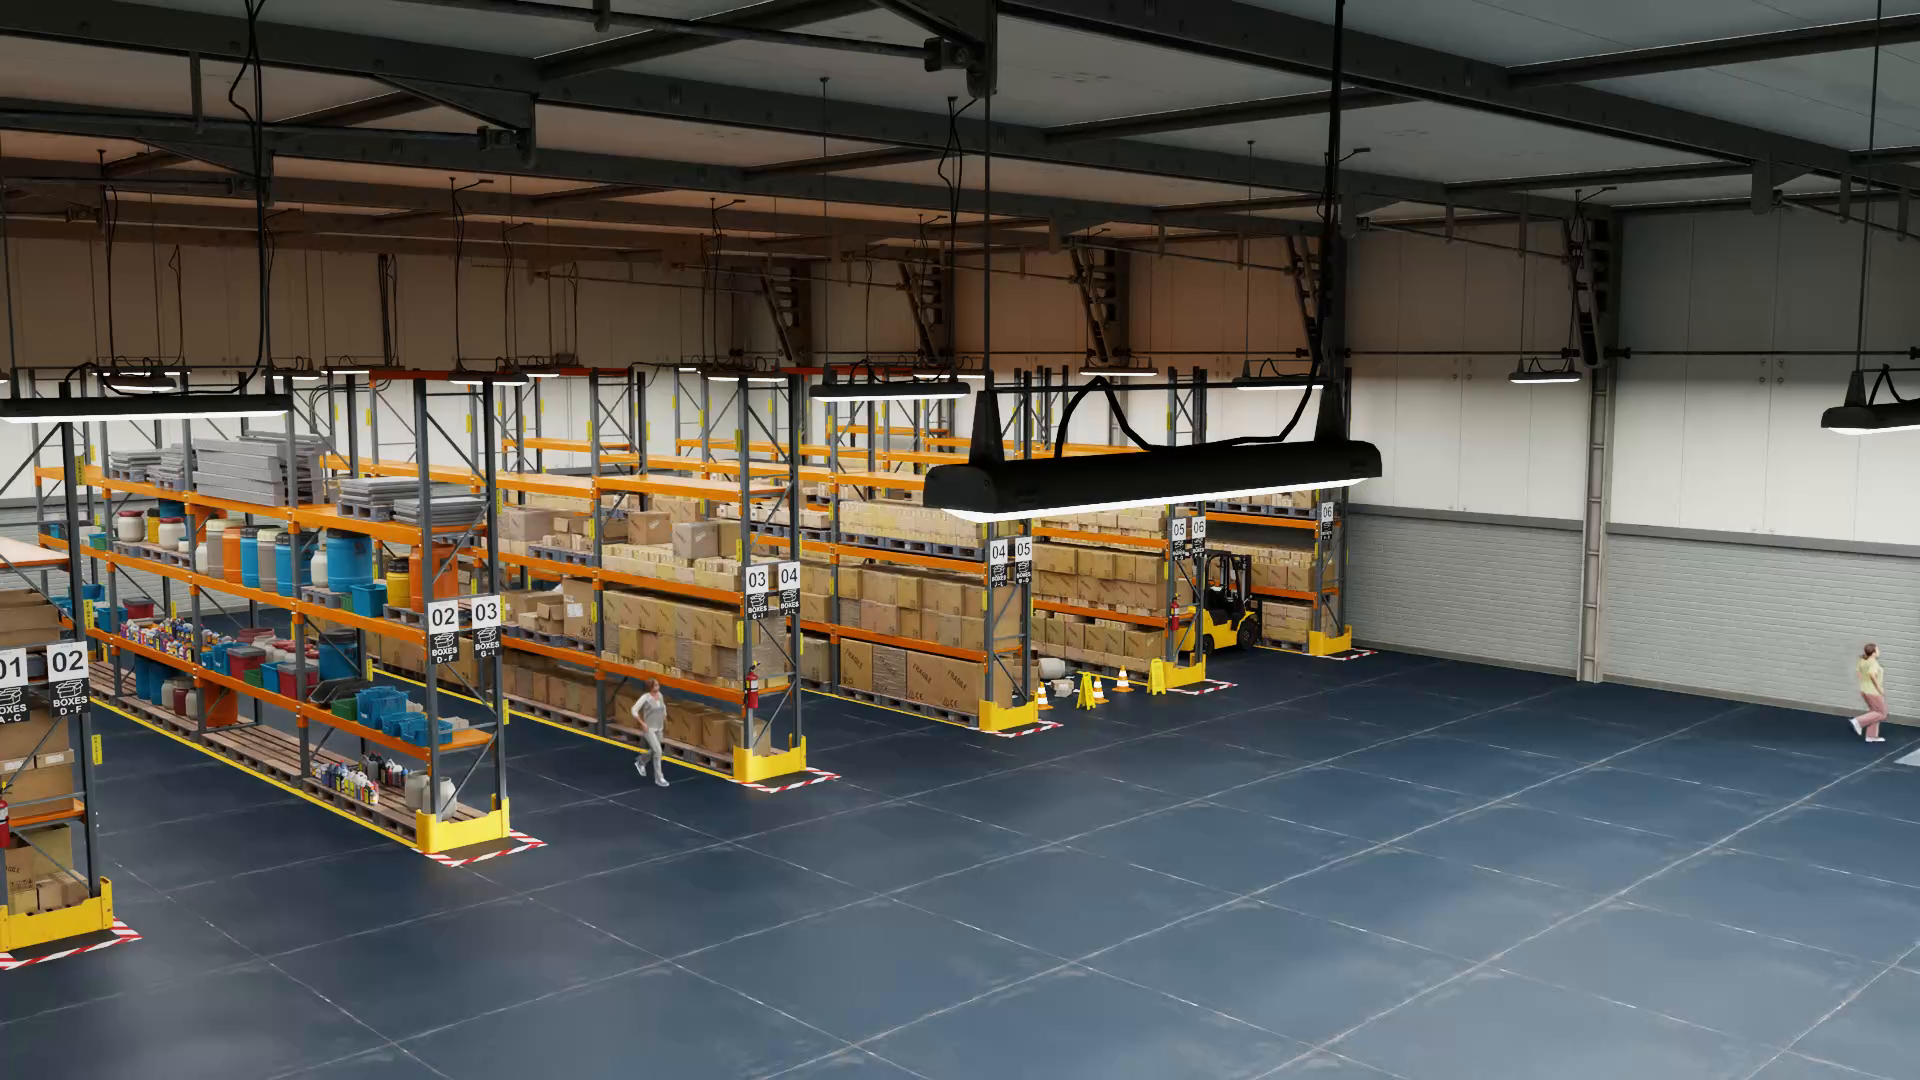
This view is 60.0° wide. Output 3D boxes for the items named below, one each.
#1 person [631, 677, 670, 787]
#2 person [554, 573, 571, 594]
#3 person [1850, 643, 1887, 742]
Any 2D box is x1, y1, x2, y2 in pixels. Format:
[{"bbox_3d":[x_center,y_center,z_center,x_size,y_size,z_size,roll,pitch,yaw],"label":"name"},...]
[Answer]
[{"bbox_3d":[-4.545,2.791,24.392,0.746,1.589,0.557,4,8,34],"label":"person"},{"bbox_3d":[-8.440,1.521,35.326,0.874,1.735,0.600,6,9,41],"label":"person"},{"bbox_3d":[14.746,2.481,26.994,0.597,1.624,0.596,0,6,-3],"label":"person"}]
